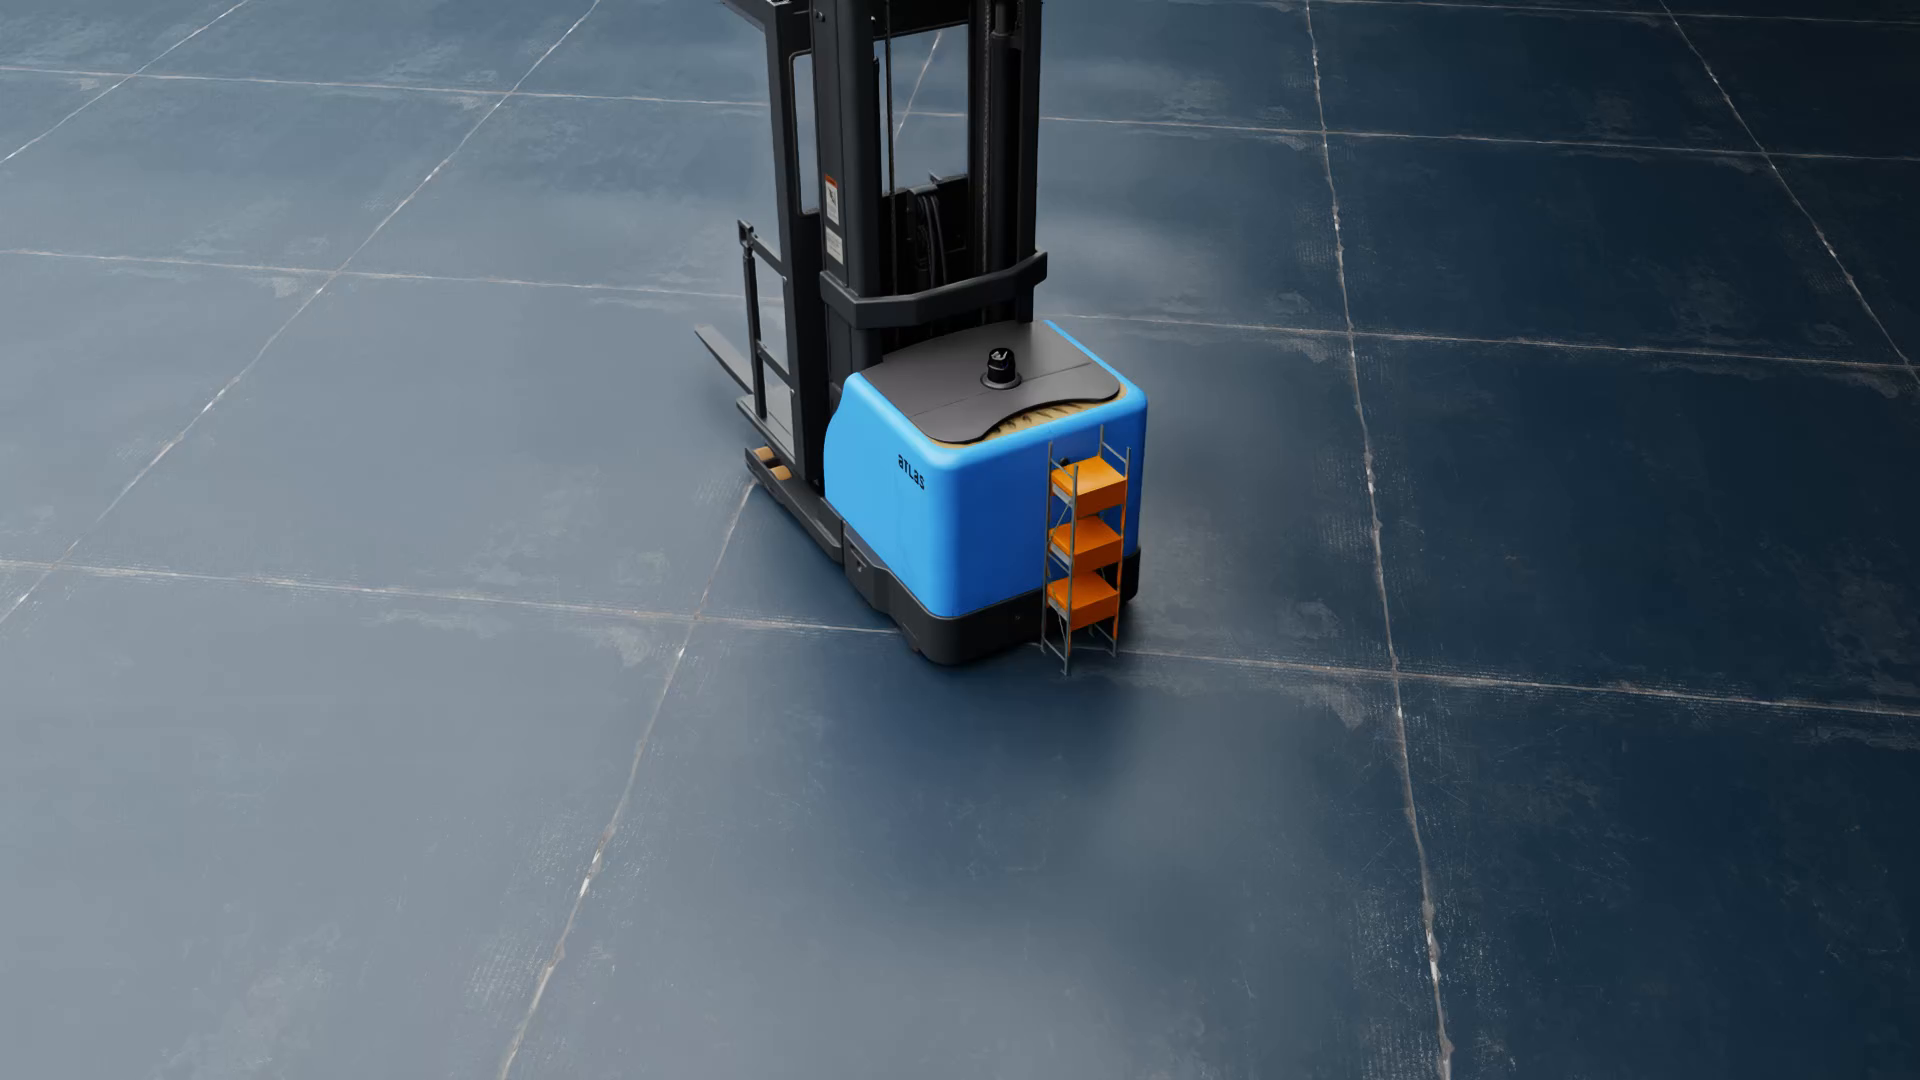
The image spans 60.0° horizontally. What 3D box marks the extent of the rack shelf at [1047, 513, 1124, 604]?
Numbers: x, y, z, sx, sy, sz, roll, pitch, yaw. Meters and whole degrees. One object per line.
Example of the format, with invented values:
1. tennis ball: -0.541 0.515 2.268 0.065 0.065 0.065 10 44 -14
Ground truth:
1. rack shelf: 0.503 0.067 6.771 0.240 0.259 0.215 -19 40 -24

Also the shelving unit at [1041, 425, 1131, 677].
1. shelving unit: 0.503 0.058 6.765 0.252 1.050 0.215 -19 40 -24

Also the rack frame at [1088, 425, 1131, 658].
1. rack frame: 0.609 0.023 6.815 0.008 1.050 0.200 -19 40 -24

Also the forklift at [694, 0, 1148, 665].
1. forklift: -0.391 -1.507 7.338 1.130 2.935 3.031 -19 40 -24

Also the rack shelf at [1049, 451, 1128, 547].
1. rack shelf: 0.503 -0.164 6.606 0.240 0.259 0.215 -19 40 -24

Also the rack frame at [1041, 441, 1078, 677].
1. rack frame: 0.398 0.094 6.715 0.008 1.050 0.200 -19 40 -24

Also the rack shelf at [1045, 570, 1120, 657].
1. rack shelf: 0.503 0.293 6.933 0.240 0.259 0.215 -19 40 -24
